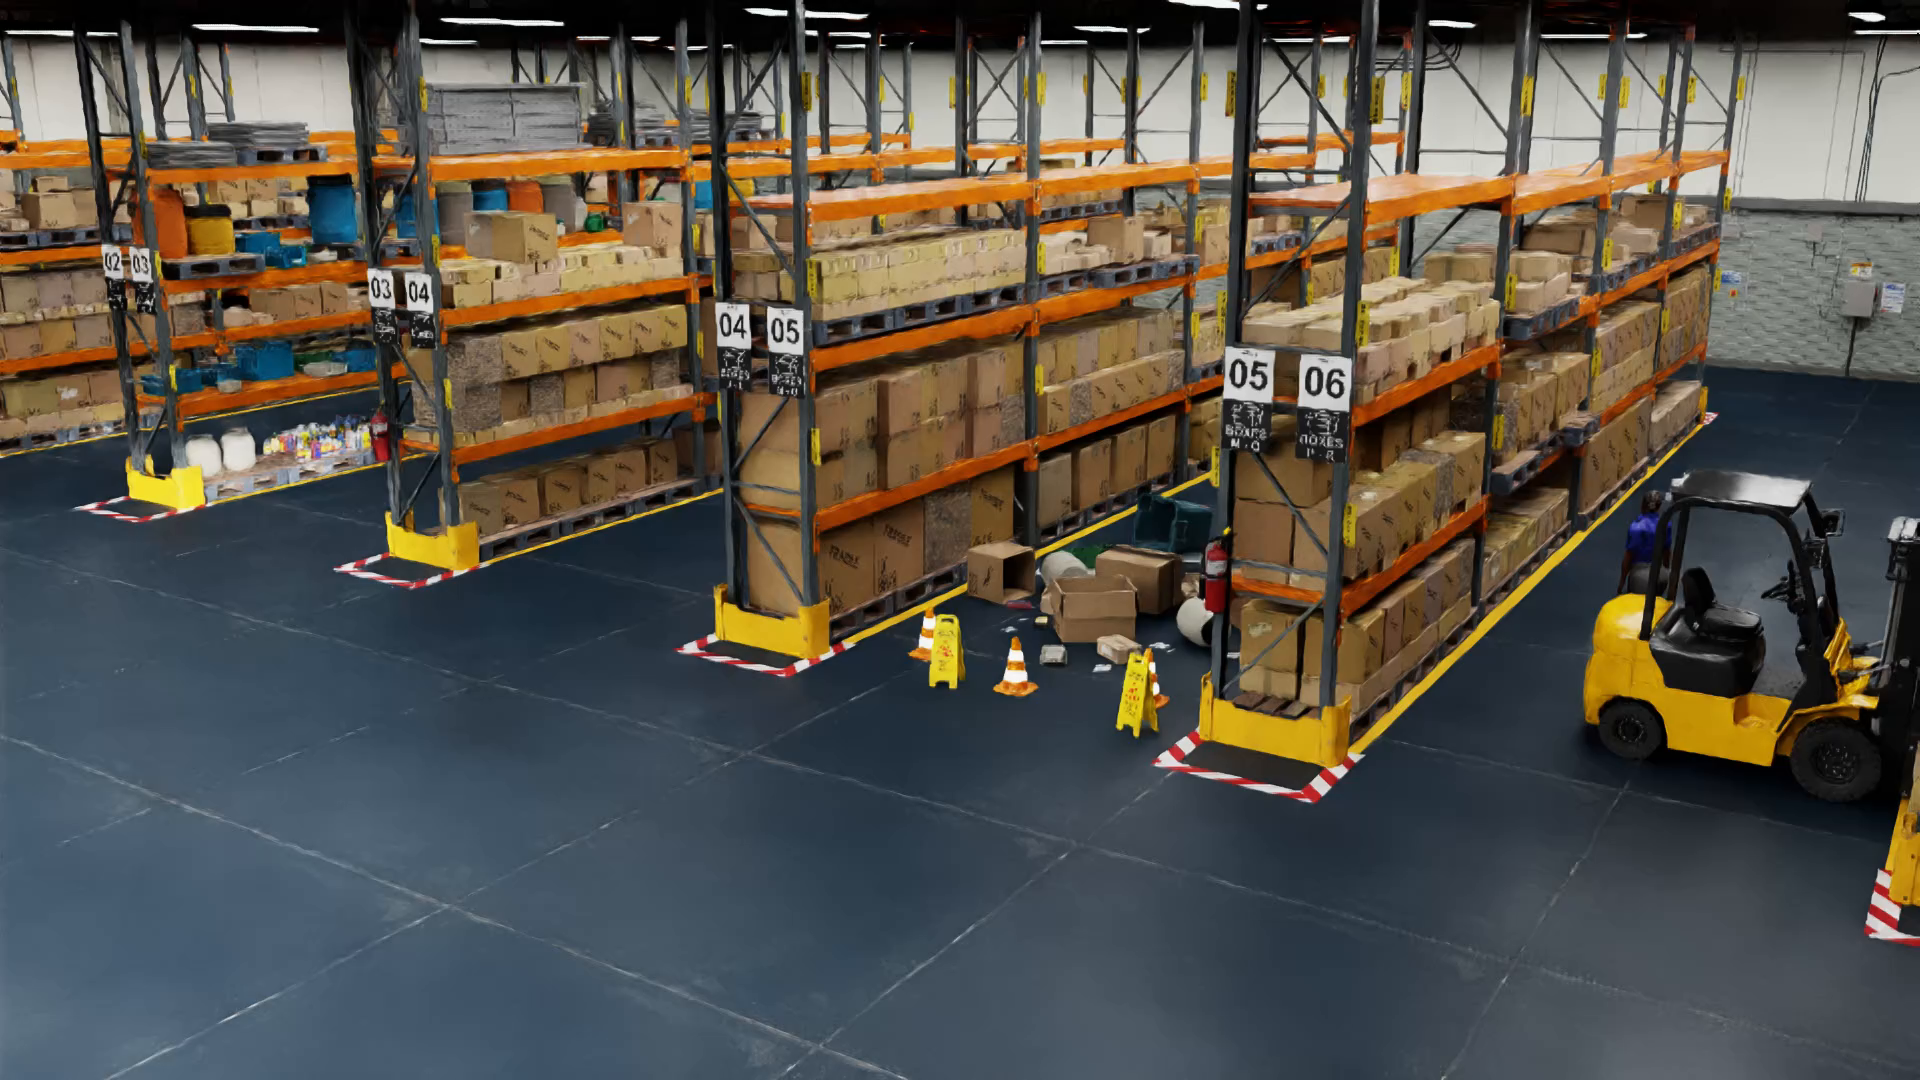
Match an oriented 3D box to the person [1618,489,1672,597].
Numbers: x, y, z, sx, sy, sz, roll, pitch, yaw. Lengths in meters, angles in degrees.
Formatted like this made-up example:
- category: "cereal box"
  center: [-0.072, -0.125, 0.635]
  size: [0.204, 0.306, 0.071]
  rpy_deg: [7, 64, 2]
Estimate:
- category: "person"
  center: [6.084, 0.348, 14.837]
  size: [0.574, 1.653, 0.551]
  rpy_deg: [-8, 17, -25]
